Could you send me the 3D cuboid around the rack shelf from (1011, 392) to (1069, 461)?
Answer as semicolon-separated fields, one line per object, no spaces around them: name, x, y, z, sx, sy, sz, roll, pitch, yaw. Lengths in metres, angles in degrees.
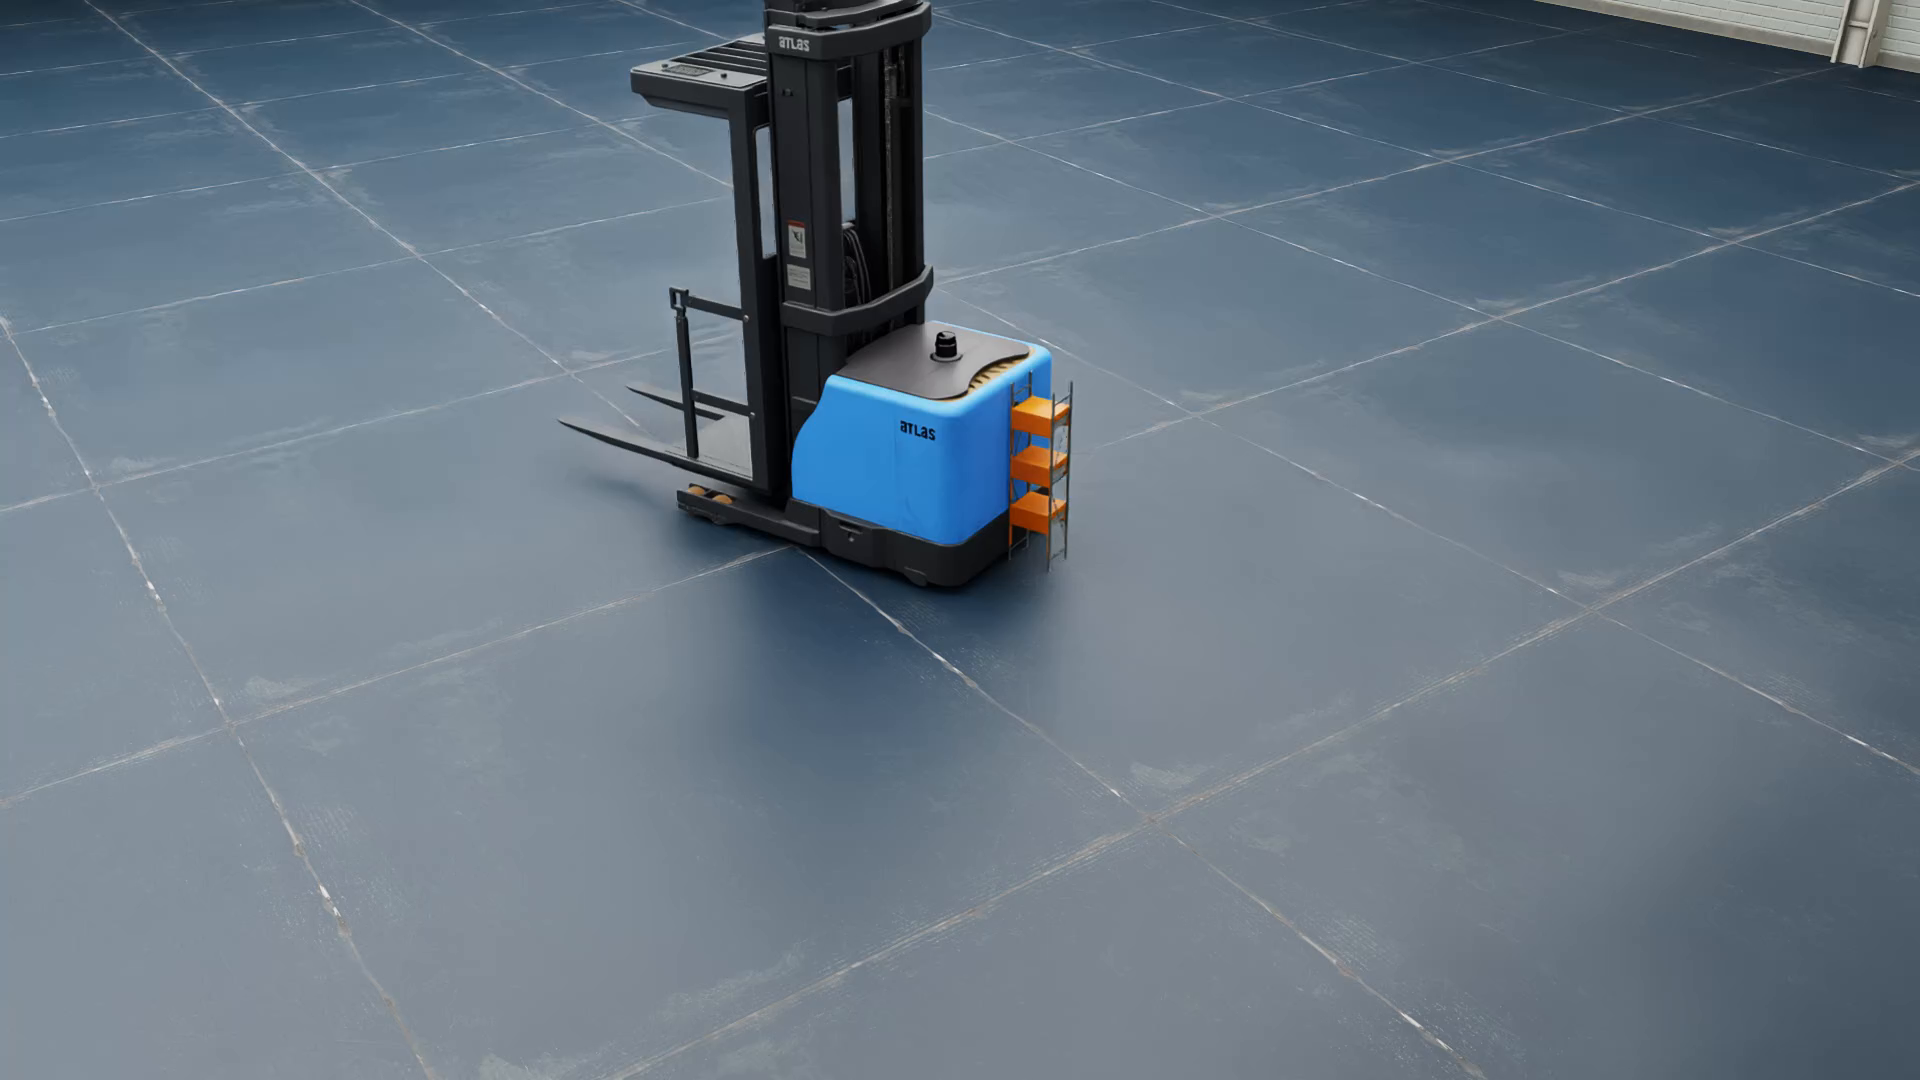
rack shelf;0.422;-0.590;8.663;0.240;0.259;0.215;17;33;29

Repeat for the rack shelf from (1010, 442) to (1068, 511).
rack shelf;0.422;-0.340;8.799;0.240;0.259;0.215;17;33;29

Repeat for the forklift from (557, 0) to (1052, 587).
forklift;-1.008;-1.567;9.064;3.031;2.935;1.130;17;33;29

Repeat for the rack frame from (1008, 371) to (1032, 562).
rack frame;0.320;-0.381;8.852;0.008;1.050;0.200;17;33;29

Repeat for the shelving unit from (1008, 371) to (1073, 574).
shelving unit;0.422;-0.350;8.794;0.252;1.050;0.215;17;33;29

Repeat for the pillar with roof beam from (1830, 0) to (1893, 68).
pillar with roof beam;7.019;-8.381;15.252;9.100;9.000;0.400;-19;34;-31

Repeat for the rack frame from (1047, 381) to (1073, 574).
rack frame;0.524;-0.318;8.735;0.008;1.050;0.200;17;33;29

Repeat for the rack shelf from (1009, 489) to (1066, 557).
rack shelf;0.422;-0.096;8.931;0.240;0.259;0.215;17;33;29
